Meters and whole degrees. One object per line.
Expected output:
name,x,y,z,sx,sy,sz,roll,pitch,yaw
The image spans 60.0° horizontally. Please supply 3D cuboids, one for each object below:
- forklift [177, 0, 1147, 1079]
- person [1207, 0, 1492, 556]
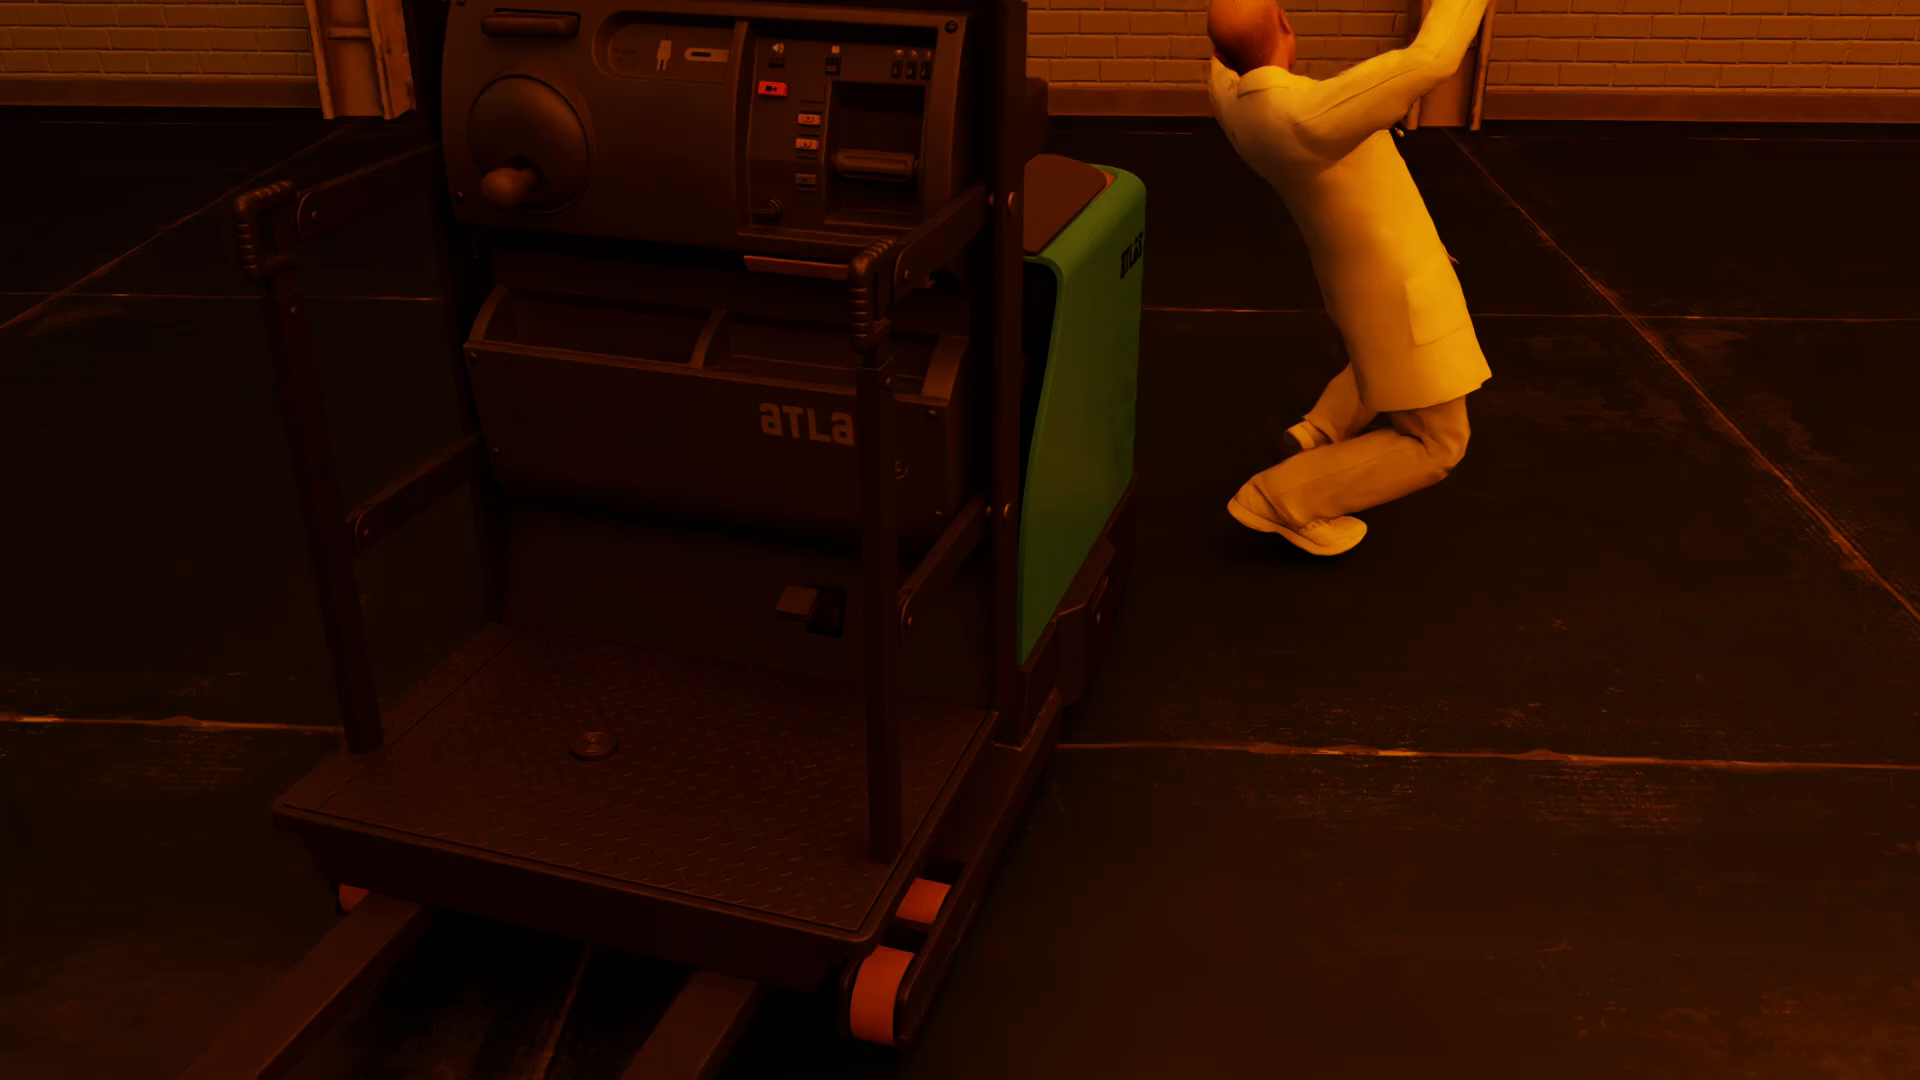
forklift,-0.504,-0.665,2.557,1.130,2.935,3.031,8,27,16
person,0.980,-0.821,4.300,0.805,1.728,1.090,-3,26,-6
